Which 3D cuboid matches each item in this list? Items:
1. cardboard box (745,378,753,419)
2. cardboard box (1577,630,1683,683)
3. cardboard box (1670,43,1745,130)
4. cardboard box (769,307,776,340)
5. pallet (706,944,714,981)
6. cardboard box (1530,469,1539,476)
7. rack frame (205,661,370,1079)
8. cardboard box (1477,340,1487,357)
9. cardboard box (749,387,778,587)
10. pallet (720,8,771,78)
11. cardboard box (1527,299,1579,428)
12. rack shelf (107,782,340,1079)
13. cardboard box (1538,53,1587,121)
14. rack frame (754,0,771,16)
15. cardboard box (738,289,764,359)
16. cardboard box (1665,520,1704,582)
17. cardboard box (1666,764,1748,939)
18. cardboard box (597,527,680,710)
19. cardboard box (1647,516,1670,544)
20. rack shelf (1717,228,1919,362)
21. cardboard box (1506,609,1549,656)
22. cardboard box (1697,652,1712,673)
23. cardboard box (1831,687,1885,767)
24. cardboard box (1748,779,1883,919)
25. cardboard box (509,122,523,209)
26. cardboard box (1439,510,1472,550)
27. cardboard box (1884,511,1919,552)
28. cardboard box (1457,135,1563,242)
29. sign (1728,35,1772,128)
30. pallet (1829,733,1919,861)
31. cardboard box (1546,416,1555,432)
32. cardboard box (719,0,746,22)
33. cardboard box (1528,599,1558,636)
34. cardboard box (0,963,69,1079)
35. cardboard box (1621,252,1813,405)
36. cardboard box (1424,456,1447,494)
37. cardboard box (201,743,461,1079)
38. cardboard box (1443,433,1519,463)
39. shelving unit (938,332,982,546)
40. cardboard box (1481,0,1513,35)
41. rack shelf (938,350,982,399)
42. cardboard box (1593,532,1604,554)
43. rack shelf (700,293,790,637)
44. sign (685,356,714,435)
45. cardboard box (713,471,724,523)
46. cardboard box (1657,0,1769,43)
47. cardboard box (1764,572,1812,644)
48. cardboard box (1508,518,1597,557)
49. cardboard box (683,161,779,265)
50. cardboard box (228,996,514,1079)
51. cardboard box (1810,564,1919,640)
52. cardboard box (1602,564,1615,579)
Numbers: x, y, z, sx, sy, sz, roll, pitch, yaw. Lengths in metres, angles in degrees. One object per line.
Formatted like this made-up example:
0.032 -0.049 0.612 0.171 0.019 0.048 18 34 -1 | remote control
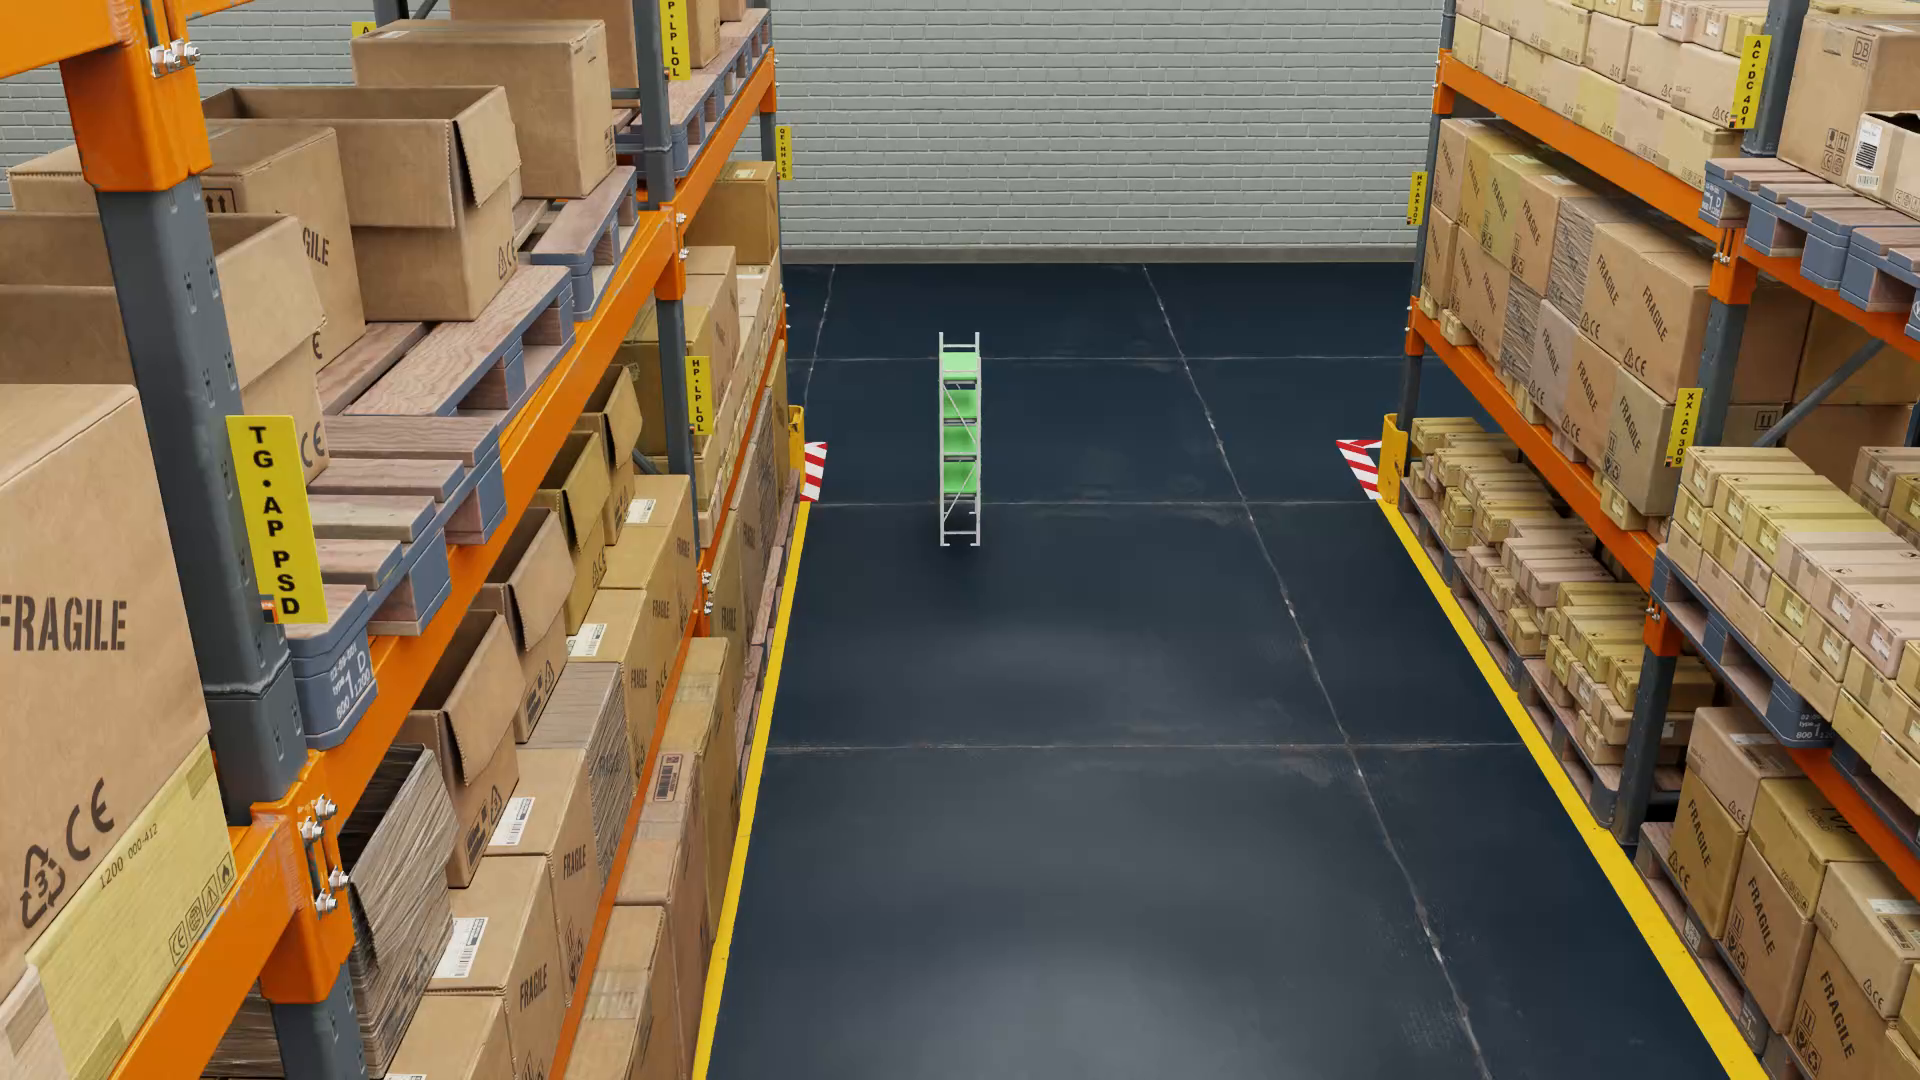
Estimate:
-1.262 -0.721 8.509 0.380 0.149 0.250 -1 24 -2 | cardboard box
3.081 0.535 7.654 0.380 0.149 0.250 0 24 0 | cardboard box
3.129 -1.766 6.450 0.500 0.250 0.500 -1 24 -3 | cardboard box
-1.277 -1.247 9.673 0.380 0.149 0.250 0 24 0 | cardboard box
-1.489 1.518 6.637 1.003 0.211 1.213 0 24 -1 | pallet
3.584 -0.403 10.089 0.380 0.149 0.250 -1 24 -2 | cardboard box
-1.529 1.578 3.120 1.000 3.000 0.127 0 24 -1 | rack frame
3.153 -1.127 9.408 0.380 0.149 0.250 1 24 2 | cardboard box
-1.520 -0.303 9.349 0.875 0.875 0.875 0 24 -1 | cardboard box
-1.598 -2.739 9.133 1.003 0.211 1.213 0 24 -1 | pallet
3.091 -0.849 8.004 0.500 0.500 0.500 0 24 -1 | cardboard box
-1.507 1.363 0.828 1.077 0.370 4.000 0 24 -1 | rack shelf
3.108 -2.169 7.948 0.500 0.250 0.500 0 24 -1 | cardboard box
-1.617 -4.452 9.173 1.000 3.000 0.127 0 24 -1 | rack frame
-1.335 -1.168 9.014 0.500 0.250 0.500 -1 24 -2 | cardboard box
2.932 0.037 6.324 0.380 0.149 0.250 -1 24 -3 | cardboard box
3.131 1.203 6.475 0.500 0.500 0.500 1 24 1 | cardboard box
-1.296 0.280 5.870 0.500 0.500 0.500 0 24 1 | cardboard box
3.151 -0.053 7.032 0.380 0.149 0.250 -1 24 -1 | cardboard box
3.410 -0.265 4.430 1.077 0.370 4.000 0 24 -1 | rack shelf
3.031 0.470 8.520 0.380 0.149 0.250 0 24 -1 | cardboard box
3.648 0.529 7.668 0.380 0.149 0.250 1 24 2 | cardboard box
2.952 0.575 5.134 0.380 0.149 0.250 -1 24 -2 | cardboard box
3.140 1.080 5.835 0.500 0.250 0.500 0 24 1 | cardboard box
-1.651 -1.135 5.078 0.500 0.311 0.500 -1 24 -2 | cardboard box
3.017 -0.058 9.689 0.380 0.149 0.250 0 24 0 | cardboard box
3.594 0.009 6.025 0.380 0.149 0.250 0 24 0 | cardboard box
3.096 -1.941 9.207 0.500 0.500 0.500 0 24 1 | cardboard box
2.845 -1.647 5.985 0.100 0.325 0.005 0 24 -1 | sign
3.369 0.870 4.920 1.003 0.211 1.213 0 24 -1 | pallet
3.135 -0.592 8.224 0.380 0.149 0.250 -1 24 -1 | cardboard box
-1.557 -3.153 9.190 0.700 0.500 0.500 -2 24 -4 | cardboard box
3.104 0.363 8.397 0.380 0.149 0.250 0 24 1 | cardboard box
-1.260 0.679 1.650 0.500 0.250 0.500 0 24 -1 | cardboard box
3.112 -0.880 6.860 0.500 0.500 0.500 -1 24 -2 | cardboard box
3.040 -0.397 10.076 0.380 0.149 0.250 0 24 -1 | cardboard box
-1.521 0.774 3.559 0.797 0.503 0.637 1 24 1 | cardboard box
3.133 -0.532 10.014 0.380 0.149 0.250 0 24 0 | cardboard box
-0.002 -0.615 10.154 0.258 1.200 0.503 0 24 -1 | shelving unit
3.096 -2.828 8.798 0.500 0.250 0.500 -1 24 -1 | cardboard box
-0.002 -0.994 9.982 0.258 0.148 0.480 0 24 -1 | rack shelf
3.600 -0.001 8.840 0.380 0.149 0.250 0 24 0 | cardboard box
-1.595 -0.566 8.735 1.077 0.370 4.000 0 24 -1 | rack shelf
-1.030 -0.568 6.557 0.100 0.325 0.005 0 24 -1 | sign
-1.246 -0.187 7.329 0.380 0.149 0.250 -1 24 -2 | cardboard box
3.053 -2.095 6.695 0.380 0.149 0.250 0 24 -1 | cardboard box
2.944 0.222 5.554 0.380 0.149 0.250 -1 24 -3 | cardboard box
3.143 0.000 8.837 0.380 0.149 0.250 0 24 0 | cardboard box
-1.348 -1.928 9.783 0.500 0.500 0.500 0 24 0 | cardboard box
-1.263 1.331 3.545 0.500 0.500 0.500 0 24 1 | cardboard box
2.945 0.195 5.253 0.380 0.149 0.250 0 24 -1 | cardboard box
3.676 0.136 8.898 0.380 0.149 0.250 0 24 0 | cardboard box
